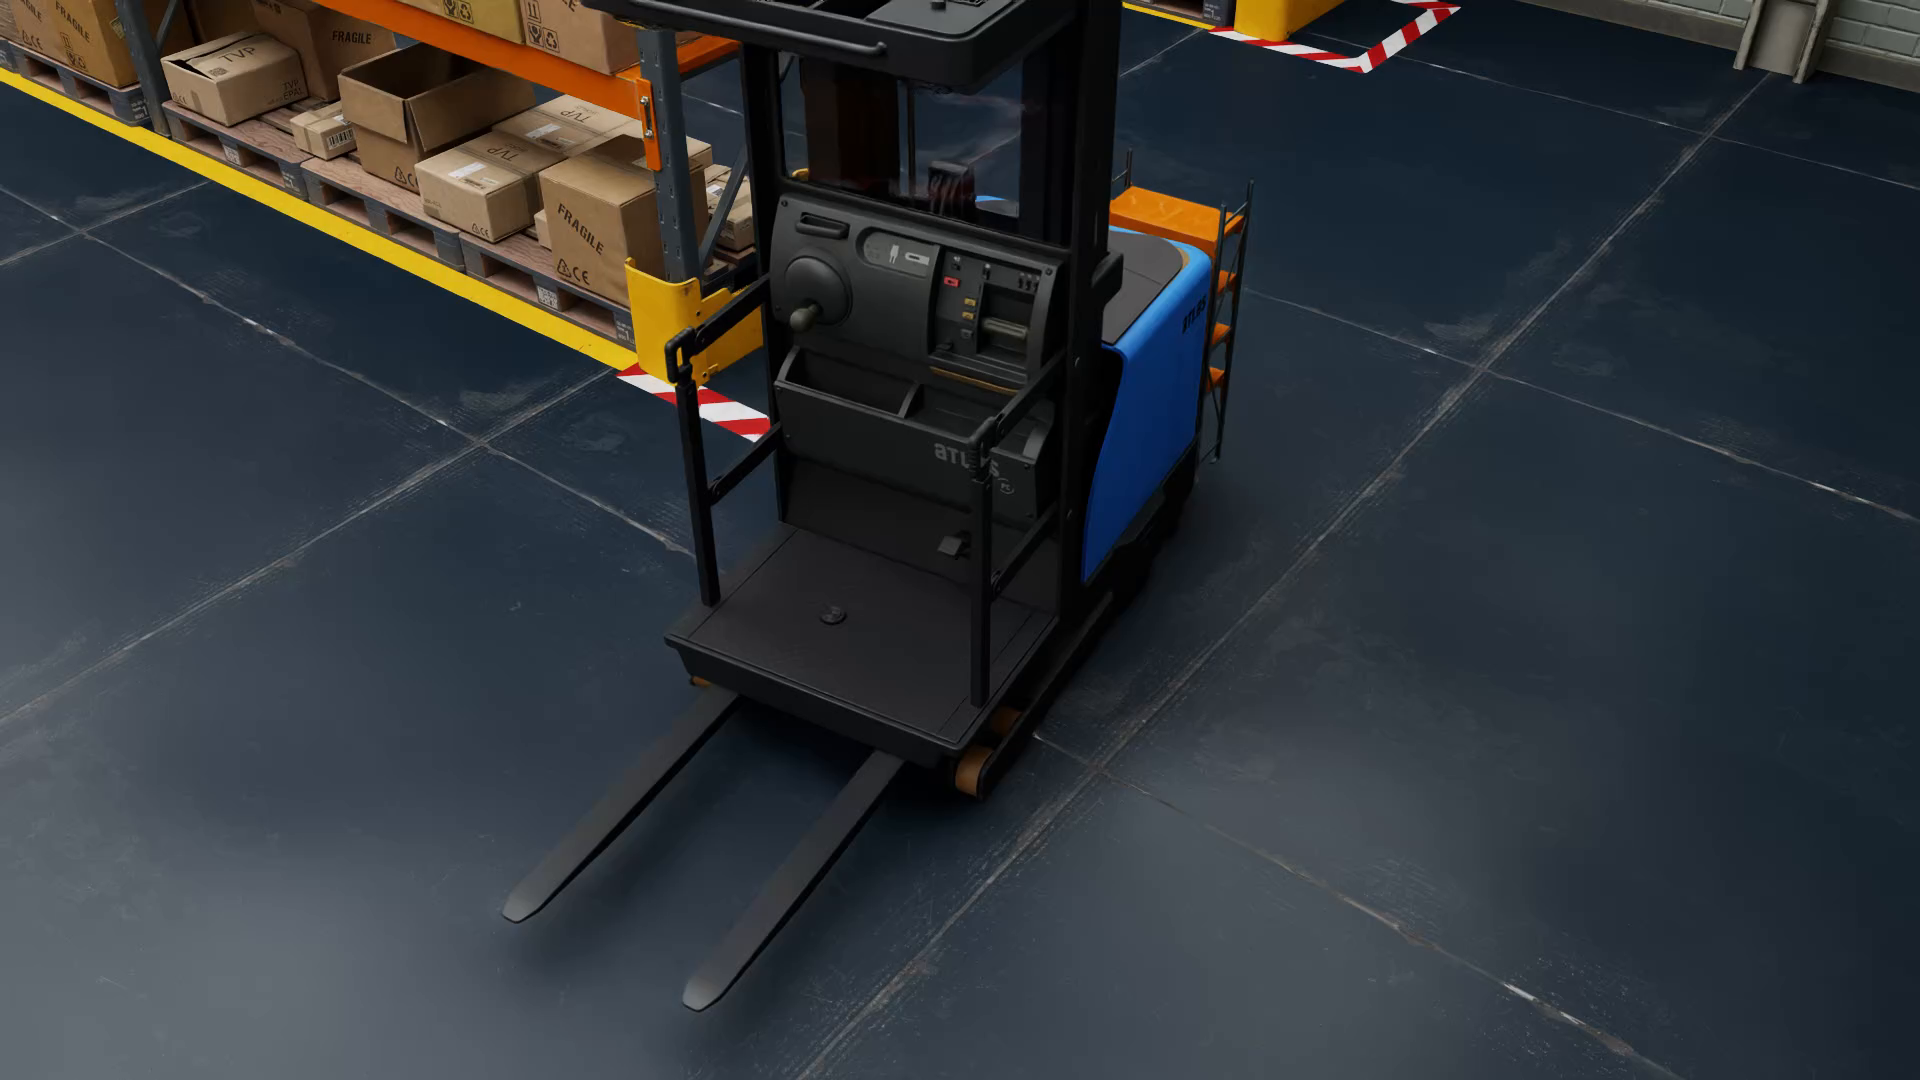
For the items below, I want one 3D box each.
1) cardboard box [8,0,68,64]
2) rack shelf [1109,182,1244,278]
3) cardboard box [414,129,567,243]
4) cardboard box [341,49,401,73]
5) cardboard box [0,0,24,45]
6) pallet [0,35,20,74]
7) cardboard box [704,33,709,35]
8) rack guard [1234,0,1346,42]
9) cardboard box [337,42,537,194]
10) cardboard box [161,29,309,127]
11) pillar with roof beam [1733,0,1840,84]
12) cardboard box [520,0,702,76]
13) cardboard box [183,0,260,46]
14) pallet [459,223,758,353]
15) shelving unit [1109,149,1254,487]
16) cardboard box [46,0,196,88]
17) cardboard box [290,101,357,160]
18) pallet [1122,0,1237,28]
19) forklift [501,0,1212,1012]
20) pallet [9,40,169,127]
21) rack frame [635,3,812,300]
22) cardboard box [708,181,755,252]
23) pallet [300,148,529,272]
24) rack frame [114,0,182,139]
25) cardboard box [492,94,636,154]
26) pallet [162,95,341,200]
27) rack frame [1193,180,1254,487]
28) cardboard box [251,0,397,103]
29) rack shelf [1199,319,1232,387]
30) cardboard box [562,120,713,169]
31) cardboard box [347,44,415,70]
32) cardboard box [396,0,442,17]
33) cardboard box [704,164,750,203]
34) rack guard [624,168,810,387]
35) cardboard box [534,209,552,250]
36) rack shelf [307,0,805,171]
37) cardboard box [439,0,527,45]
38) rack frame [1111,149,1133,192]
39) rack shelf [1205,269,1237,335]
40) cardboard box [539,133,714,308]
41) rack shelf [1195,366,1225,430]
[{"bbox_3d":[-5.000,-3.049,9.382,0.500,0.500,0.500,25,45,29],"label":"cardboard box"},{"bbox_3d":[0.773,-1.140,6.093,0.480,0.148,0.258,22,42,25],"label":"rack shelf"},{"bbox_3d":[-2.187,-1.672,7.826,0.500,0.250,0.500,25,45,29],"label":"cardboard box"},{"bbox_3d":[-3.087,-2.491,8.954,0.250,0.149,0.380,25,45,29],"label":"cardboard box"},{"bbox_3d":[-5.398,-3.237,9.622,0.500,0.500,0.500,26,45,29],"label":"cardboard box"},{"bbox_3d":[-5.688,-3.271,10.257,1.213,0.211,1.003,25,45,29],"label":"pallet"},{"bbox_3d":[-1.061,-2.463,6.881,0.500,0.500,0.500,26,45,29],"label":"cardboard box"},{"bbox_3d":[2.157,-3.562,10.394,0.348,0.500,1.175,25,45,29],"label":"rack guard"},{"bbox_3d":[-2.551,-2.115,8.187,0.637,0.503,0.797,25,45,29],"label":"cardboard box"},{"bbox_3d":[-3.844,-2.478,8.805,0.500,0.311,0.500,25,45,29],"label":"cardboard box"},{"bbox_3d":[2.192,-4.222,4.342,0.400,9.000,9.100,25,45,29],"label":"pillar with roof beam"},{"bbox_3d":[-1.390,-2.202,6.548,0.500,0.500,0.500,27,45,30],"label":"cardboard box"},{"bbox_3d":[-4.282,-3.116,9.467,0.500,0.500,0.500,23,44,27],"label":"cardboard box"},{"bbox_3d":[-1.563,-1.357,7.812,1.213,0.211,1.003,25,45,29],"label":"pallet"},{"bbox_3d":[0.771,-0.829,6.333,0.503,1.200,0.258,22,42,25],"label":"shelving unit"},{"bbox_3d":[-4.612,-2.860,9.140,0.500,0.500,0.500,25,44,28],"label":"cardboard box"},{"bbox_3d":[-3.151,-2.102,8.442,0.250,0.166,0.380,25,45,29],"label":"cardboard box"},{"bbox_3d":[1.455,-3.718,10.828,1.213,0.211,1.003,25,45,29],"label":"pallet"},{"bbox_3d":[-0.249,-0.670,4.728,1.130,2.935,3.031,18,42,22],"label":"forklift"},{"bbox_3d":[-4.715,-2.814,9.673,1.213,0.211,1.003,25,45,29],"label":"pallet"},{"bbox_3d":[-0.869,-2.128,6.535,0.127,3.000,1.000,25,45,29],"label":"rack frame"},{"bbox_3d":[-0.993,-1.504,7.693,0.250,0.149,0.380,25,45,29],"label":"cardboard box"},{"bbox_3d":[-2.528,-1.814,8.396,1.213,0.211,1.003,25,45,29],"label":"pallet"},{"bbox_3d":[-4.046,-3.626,8.448,0.127,3.000,1.000,25,45,29],"label":"rack frame"},{"bbox_3d":[-1.923,-1.936,8.163,0.500,0.250,0.500,25,45,29],"label":"cardboard box"},{"bbox_3d":[-3.501,-2.270,8.979,1.213,0.211,1.003,25,45,29],"label":"pallet"},{"bbox_3d":[0.976,-0.747,6.229,0.015,1.200,0.240,22,42,25],"label":"rack frame"},{"bbox_3d":[-3.421,-2.741,8.988,0.500,0.500,0.500,25,45,29],"label":"cardboard box"},{"bbox_3d":[0.770,-0.775,6.374,0.480,0.148,0.258,22,42,25],"label":"rack shelf"},{"bbox_3d":[-1.526,-1.748,7.924,0.500,0.250,0.500,25,45,29],"label":"cardboard box"},{"bbox_3d":[-2.825,-2.385,8.688,0.500,0.311,0.500,25,45,29],"label":"cardboard box"},{"bbox_3d":[-2.197,-2.584,7.036,0.500,0.500,0.500,26,45,29],"label":"cardboard box"},{"bbox_3d":[-1.191,-1.604,7.807,0.250,0.166,0.380,25,45,29],"label":"cardboard box"},{"bbox_3d":[-0.929,-1.172,7.342,0.348,0.500,1.175,25,45,29],"label":"rack guard"},{"bbox_3d":[-1.717,-1.464,7.629,0.250,0.166,0.380,25,45,29],"label":"cardboard box"},{"bbox_3d":[-2.457,-2.594,7.713,4.000,0.370,1.077,25,45,29],"label":"rack shelf"},{"bbox_3d":[-1.804,-2.394,6.794,0.500,0.500,0.500,26,45,29],"label":"cardboard box"},{"bbox_3d":[0.565,-0.910,6.437,0.015,1.200,0.240,22,42,25],"label":"rack frame"},{"bbox_3d":[0.771,-0.953,6.237,0.480,0.148,0.258,22,42,25],"label":"rack shelf"},{"bbox_3d":[-1.450,-1.400,7.276,0.500,0.500,0.500,25,45,29],"label":"cardboard box"},{"bbox_3d":[0.769,-0.618,6.495,0.480,0.148,0.258,22,42,25],"label":"rack shelf"}]
